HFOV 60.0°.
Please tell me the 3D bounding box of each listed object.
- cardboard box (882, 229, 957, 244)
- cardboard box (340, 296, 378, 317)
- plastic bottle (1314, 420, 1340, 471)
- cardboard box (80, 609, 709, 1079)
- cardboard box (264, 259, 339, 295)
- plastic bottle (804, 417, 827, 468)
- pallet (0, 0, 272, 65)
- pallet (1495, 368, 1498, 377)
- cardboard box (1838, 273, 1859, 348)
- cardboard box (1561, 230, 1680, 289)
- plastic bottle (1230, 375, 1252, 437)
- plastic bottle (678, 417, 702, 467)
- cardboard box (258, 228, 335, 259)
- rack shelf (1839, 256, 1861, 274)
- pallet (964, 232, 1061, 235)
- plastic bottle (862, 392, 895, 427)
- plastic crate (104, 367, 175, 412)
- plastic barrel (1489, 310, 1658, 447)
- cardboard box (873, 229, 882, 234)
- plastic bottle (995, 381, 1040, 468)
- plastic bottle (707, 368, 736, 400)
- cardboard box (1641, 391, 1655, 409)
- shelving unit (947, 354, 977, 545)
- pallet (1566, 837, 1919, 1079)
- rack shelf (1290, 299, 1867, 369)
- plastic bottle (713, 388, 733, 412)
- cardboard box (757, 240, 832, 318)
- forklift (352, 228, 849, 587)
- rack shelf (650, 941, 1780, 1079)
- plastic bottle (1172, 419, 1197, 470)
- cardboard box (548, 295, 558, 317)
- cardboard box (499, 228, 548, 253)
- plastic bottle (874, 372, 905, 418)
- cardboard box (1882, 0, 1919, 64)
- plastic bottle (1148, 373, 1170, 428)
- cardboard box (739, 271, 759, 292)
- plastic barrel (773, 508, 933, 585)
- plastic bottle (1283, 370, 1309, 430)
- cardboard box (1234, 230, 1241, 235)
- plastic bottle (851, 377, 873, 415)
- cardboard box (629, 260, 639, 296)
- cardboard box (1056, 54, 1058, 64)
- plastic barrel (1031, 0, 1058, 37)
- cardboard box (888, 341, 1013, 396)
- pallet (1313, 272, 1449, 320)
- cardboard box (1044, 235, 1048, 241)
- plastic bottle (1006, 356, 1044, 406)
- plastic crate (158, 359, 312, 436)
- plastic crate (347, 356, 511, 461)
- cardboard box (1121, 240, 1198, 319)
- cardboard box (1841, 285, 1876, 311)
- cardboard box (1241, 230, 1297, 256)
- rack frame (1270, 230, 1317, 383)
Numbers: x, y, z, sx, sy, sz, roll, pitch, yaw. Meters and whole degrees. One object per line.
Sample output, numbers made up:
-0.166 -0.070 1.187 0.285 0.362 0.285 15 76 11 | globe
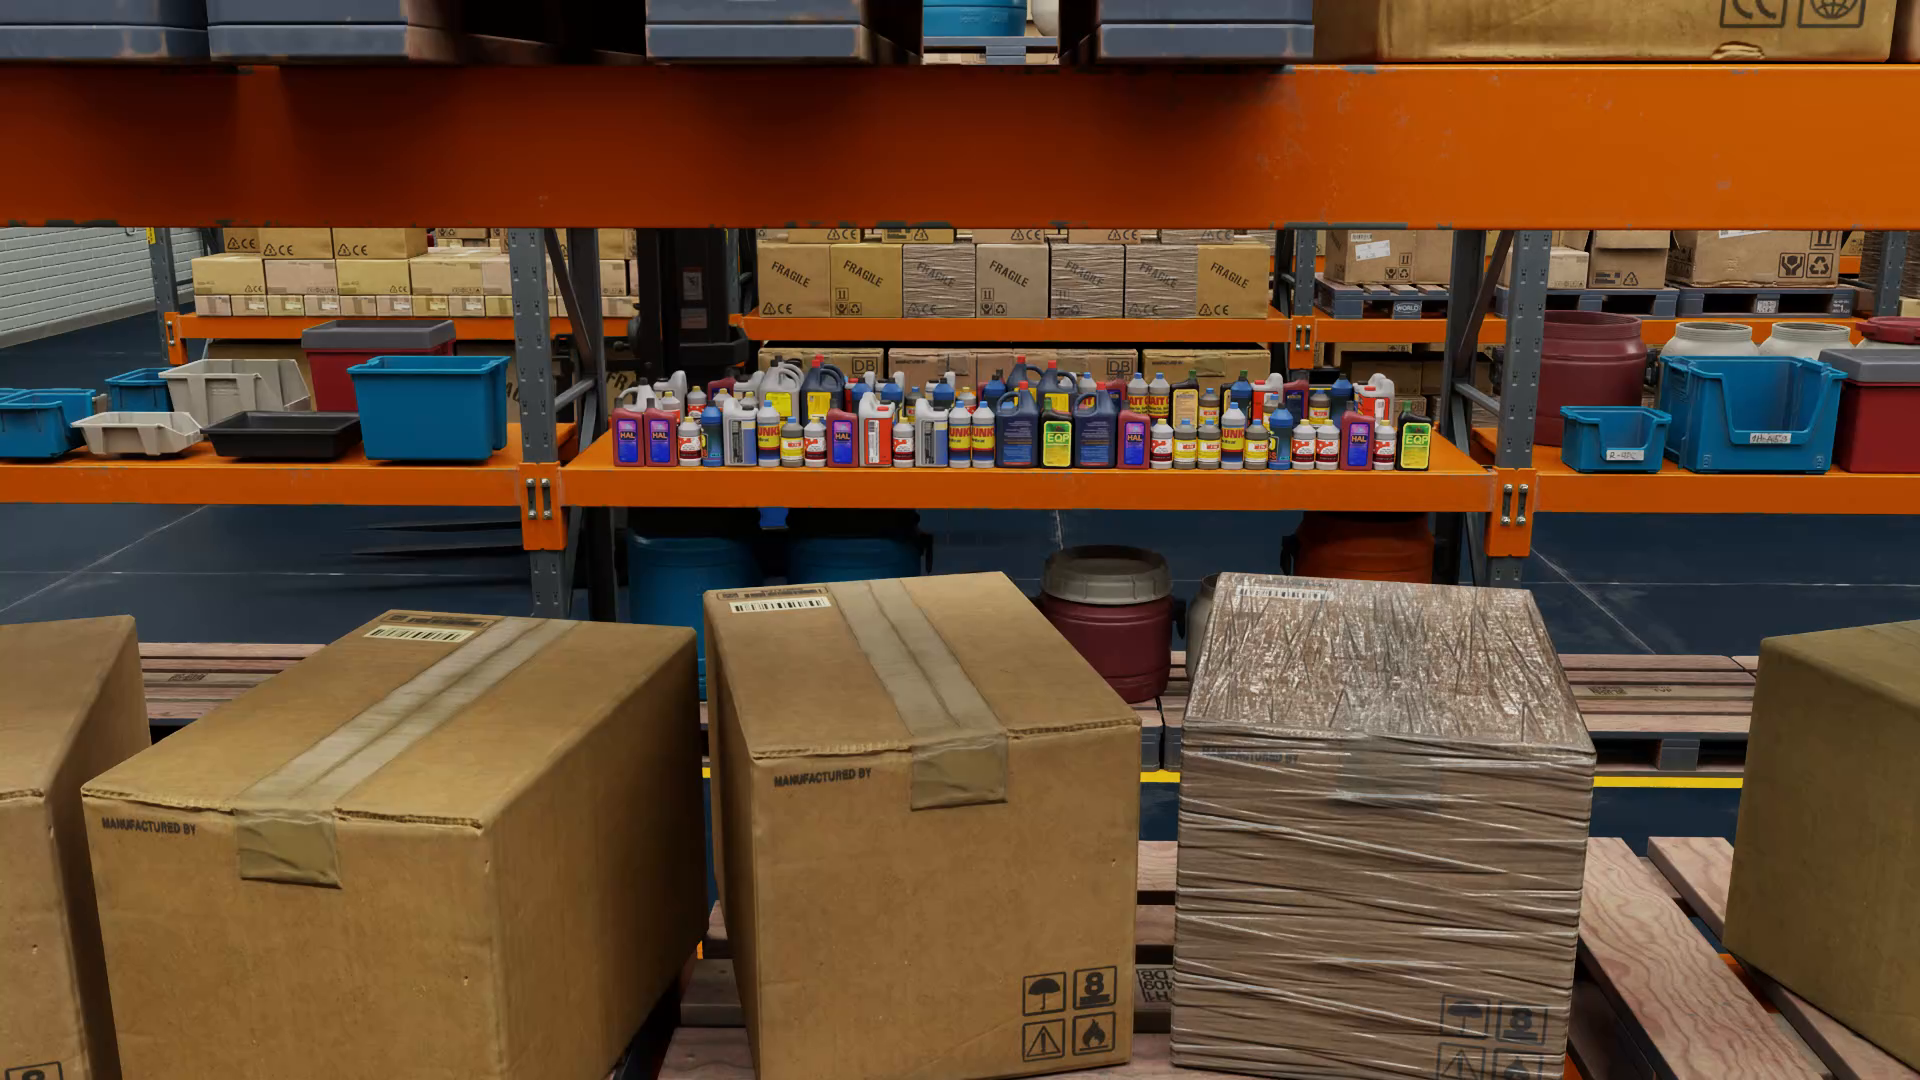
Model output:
-0.276 -2.401 11.899 0.637 0.503 0.797 1 15 2 | cardboard box
-4.225 -1.689 11.856 0.250 0.149 0.380 0 15 0 | cardboard box
1.511 -0.393 6.839 0.097 0.201 0.097 0 15 0 | plastic bottle
-0.700 0.446 2.251 0.500 0.500 0.700 3 15 10 | cardboard box
-4.606 -1.901 11.877 0.500 0.250 0.500 0 15 1 | cardboard box
-0.598 -0.407 6.891 0.097 0.201 0.097 0 15 0 | plastic bottle
-1.207 -0.689 2.058 1.003 0.211 1.213 0 15 1 | pallet
5.852 -1.727 16.972 1.213 0.211 1.003 0 15 1 | pallet
9.064 -2.232 16.762 0.875 0.875 0.875 0 15 1 | cardboard box
4.662 -2.066 11.765 0.637 0.503 0.797 2 15 7 | cardboard box
1.268 -0.607 7.511 0.097 0.271 0.097 0 15 0 | plastic bottle
-1.122 -0.410 6.904 0.097 0.201 0.097 0 15 0 | plastic bottle
-4.626 -2.262 11.775 0.500 0.500 0.500 0 15 0 | cardboard box
8.624 -2.729 16.713 4.000 0.370 1.077 0 15 1 | rack shelf
0.646 -3.025 16.803 1.213 0.211 1.003 0 15 1 | pallet
-0.344 -0.487 7.049 0.135 0.276 0.152 0 15 1 | plastic bottle
-3.666 -0.640 7.598 0.300 0.233 0.416 0 15 1 | plastic crate
2.744 -0.728 7.454 0.708 0.536 0.600 0 15 1 | plastic barrel
-0.713 -3.103 16.391 0.250 0.149 0.380 1 15 2 | cardboard box
0.238 -0.479 6.874 0.185 0.351 0.144 0 15 1 | plastic bottle
-1.092 -0.648 7.645 0.133 0.283 0.061 0 15 1 | plastic bottle
4.748 -0.850 12.221 0.500 0.500 0.700 -1 15 -3 | cardboard box
0.014 -0.580 10.687 0.189 1.200 0.258 0 15 1 | shelving unit
1.462 0.781 2.375 1.003 0.211 1.213 0 15 1 | pallet
4.398 -1.491 12.020 4.000 0.370 1.077 0 15 1 | rack shelf
-1.076 -0.588 7.578 0.097 0.201 0.097 0 15 0 | plastic bottle
-1.147 -1.859 11.810 0.500 0.500 0.500 0 15 2 | cardboard box
-2.116 -1.282 9.953 3.031 2.935 1.130 -3 15 -11 | forklift
0.142 0.941 2.525 3.687 0.071 0.831 0 15 1 | rack shelf
0.927 -0.397 6.853 0.097 0.201 0.097 0 15 0 | plastic bottle
-2.942 -1.681 11.824 0.250 0.149 0.380 1 15 2 | cardboard box
-3.085 -2.387 12.249 0.500 0.500 0.500 0 15 0 | cardboard box
-0.321 -0.628 7.582 0.135 0.276 0.152 0 15 1 | plastic bottle
1.195 -0.821 1.997 0.500 0.500 0.910 0 15 1 | cardboard box
0.906 -0.624 7.579 0.097 0.271 0.097 0 15 0 | plastic bottle
-2.867 -3.406 22.069 0.875 0.438 0.875 0 15 0 | cardboard box
-0.475 0.210 7.455 0.708 0.901 0.600 0 15 1 | plastic barrel
1.520 -0.631 7.580 0.133 0.283 0.061 0 15 1 | plastic bottle
3.083 -3.230 17.005 0.500 0.500 0.500 0 15 1 | cardboard box
-0.440 -0.594 7.465 0.097 0.271 0.097 0 15 0 | plastic bottle
-2.048 -1.885 11.814 0.500 0.250 0.500 0 15 0 | cardboard box
0.922 -3.522 11.410 0.500 0.500 0.500 1 15 4 | cardboard box
0.496 -2.281 6.634 0.433 0.535 0.433 0 15 0 | plastic barrel
-0.067 -1.048 12.276 0.875 0.875 1.225 0 15 -1 | cardboard box
3.114 -1.781 12.087 1.003 0.211 1.213 0 15 1 | pallet
0.392 -1.981 12.274 0.500 0.500 0.500 0 15 2 | cardboard box
0.302 -0.661 7.561 0.185 0.351 0.144 0 15 1 | plastic bottle
-3.248 -0.643 7.512 0.530 0.282 0.437 0 15 1 | plastic crate
-2.202 -0.552 6.965 0.575 0.384 0.392 0 15 1 | plastic crate
1.401 -1.845 11.755 0.500 0.500 0.500 0 15 1 | cardboard box
6.620 -1.777 12.189 0.250 0.149 0.380 0 15 1 | cardboard box
3.068 -3.092 16.484 0.500 0.500 0.500 1 15 2 | cardboard box
2.398 -1.851 11.977 0.127 3.000 1.000 0 15 1 | rack frame
